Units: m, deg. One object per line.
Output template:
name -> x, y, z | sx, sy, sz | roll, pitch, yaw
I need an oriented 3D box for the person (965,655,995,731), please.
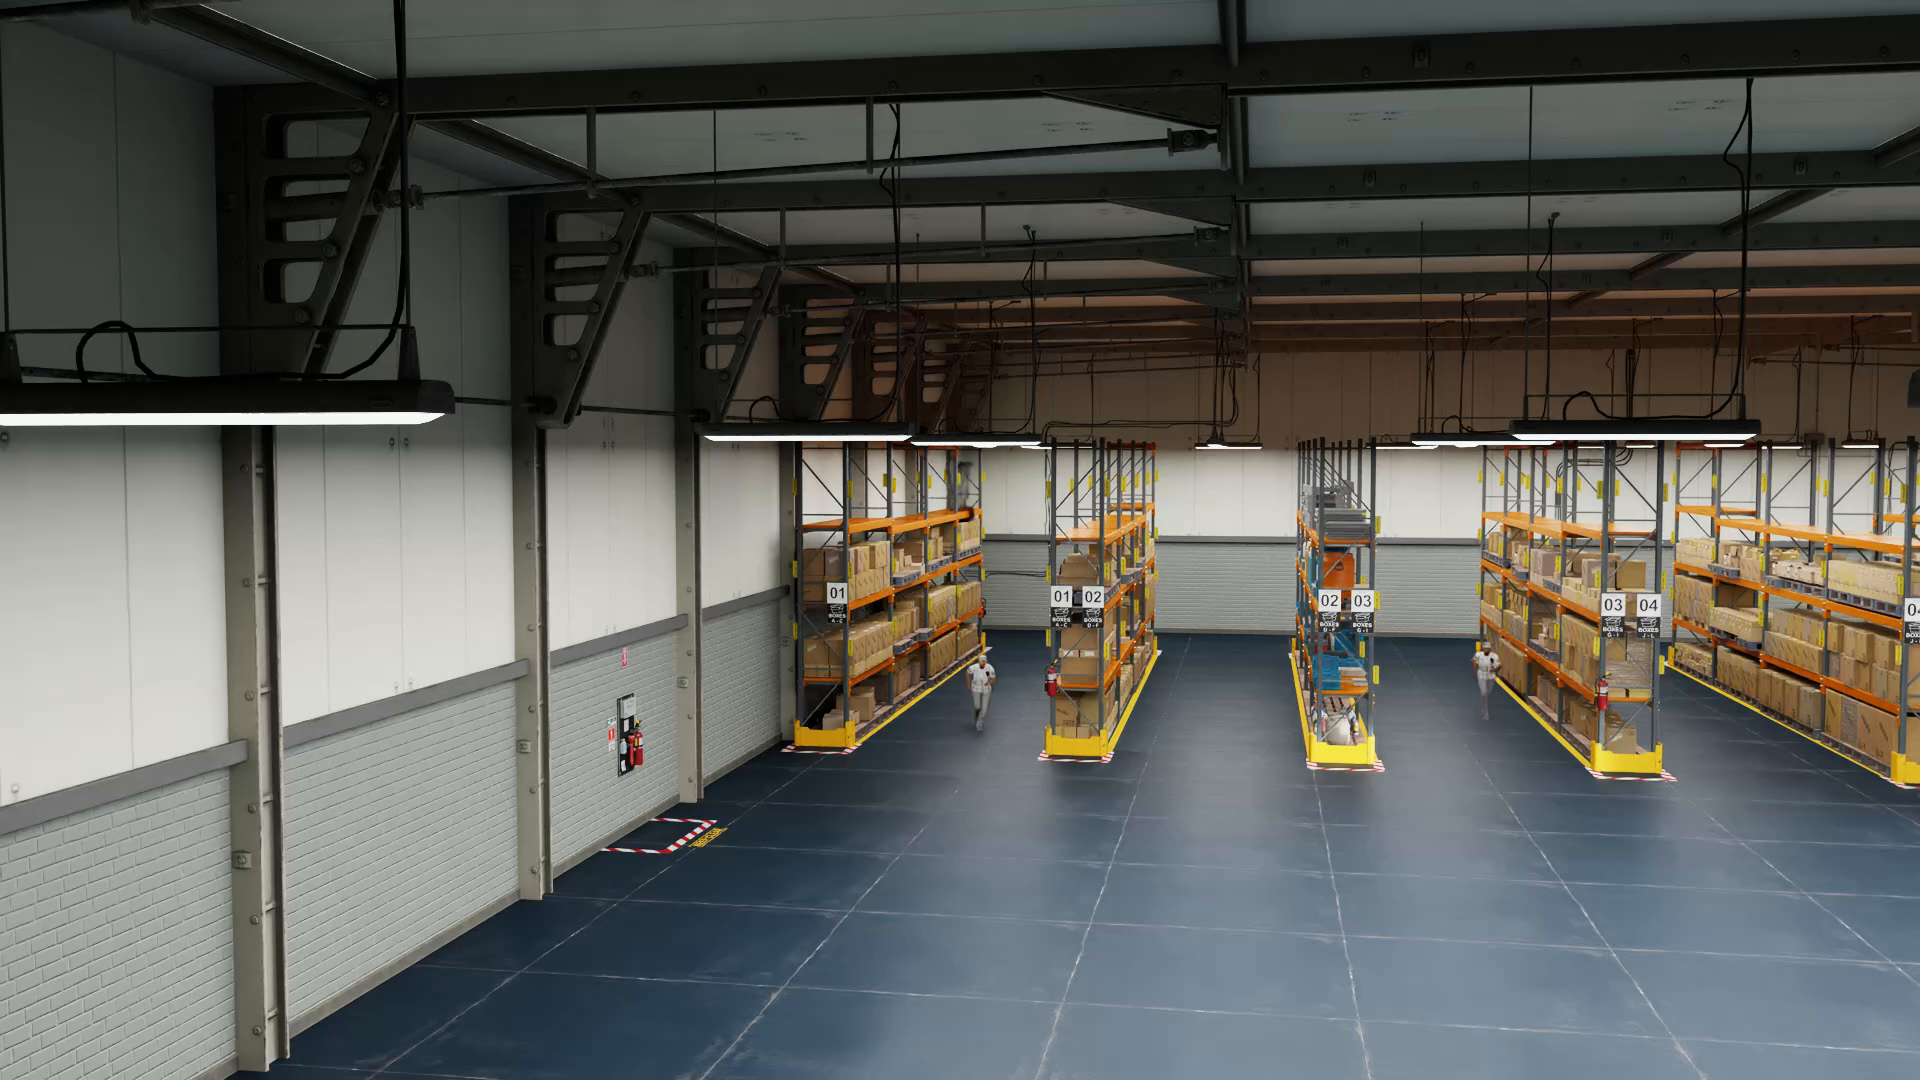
person -> 0.431, 3.134, 34.111 | 0.591, 1.592, 0.661 | 0, 3, -8

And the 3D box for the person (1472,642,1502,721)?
person -> 11.338, 3.008, 35.825 | 0.579, 1.695, 1.027 | 1, 3, 9
